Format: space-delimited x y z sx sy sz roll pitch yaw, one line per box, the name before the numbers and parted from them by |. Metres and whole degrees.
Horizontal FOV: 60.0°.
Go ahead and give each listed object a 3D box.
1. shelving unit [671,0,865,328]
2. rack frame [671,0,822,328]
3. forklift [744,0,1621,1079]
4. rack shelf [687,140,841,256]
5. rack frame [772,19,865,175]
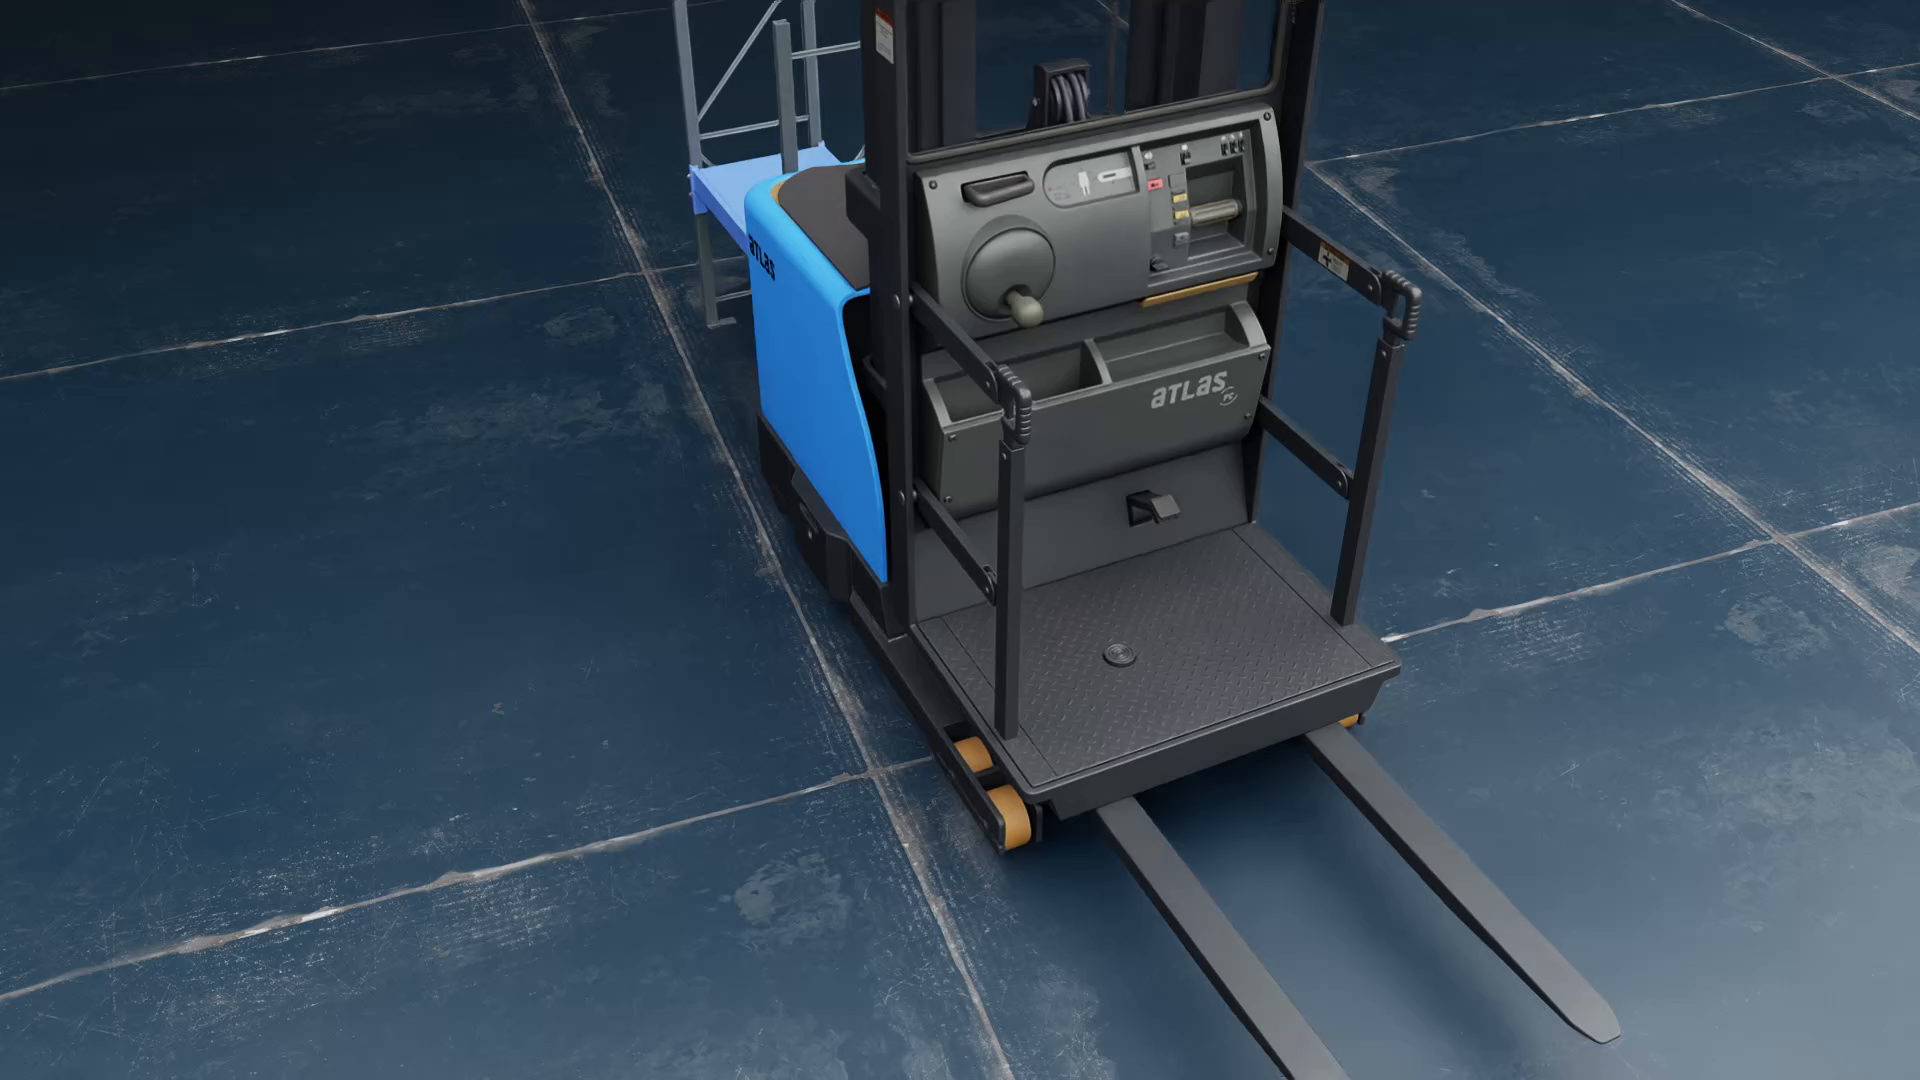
shelving unit | -0.520 -1.201 5.598 0.538 1.500 1.048 -16 40 -20
rack frame | -0.739 -1.477 5.964 0.500 1.500 0.032 -16 40 -20
forklift | 0.442 -0.689 3.728 1.130 2.935 3.031 -16 40 -20
rack shelf | -0.520 -1.057 5.706 0.538 0.185 1.000 -16 40 -20
rack frame | -0.301 -0.925 5.231 0.500 1.500 0.032 -16 40 -20
